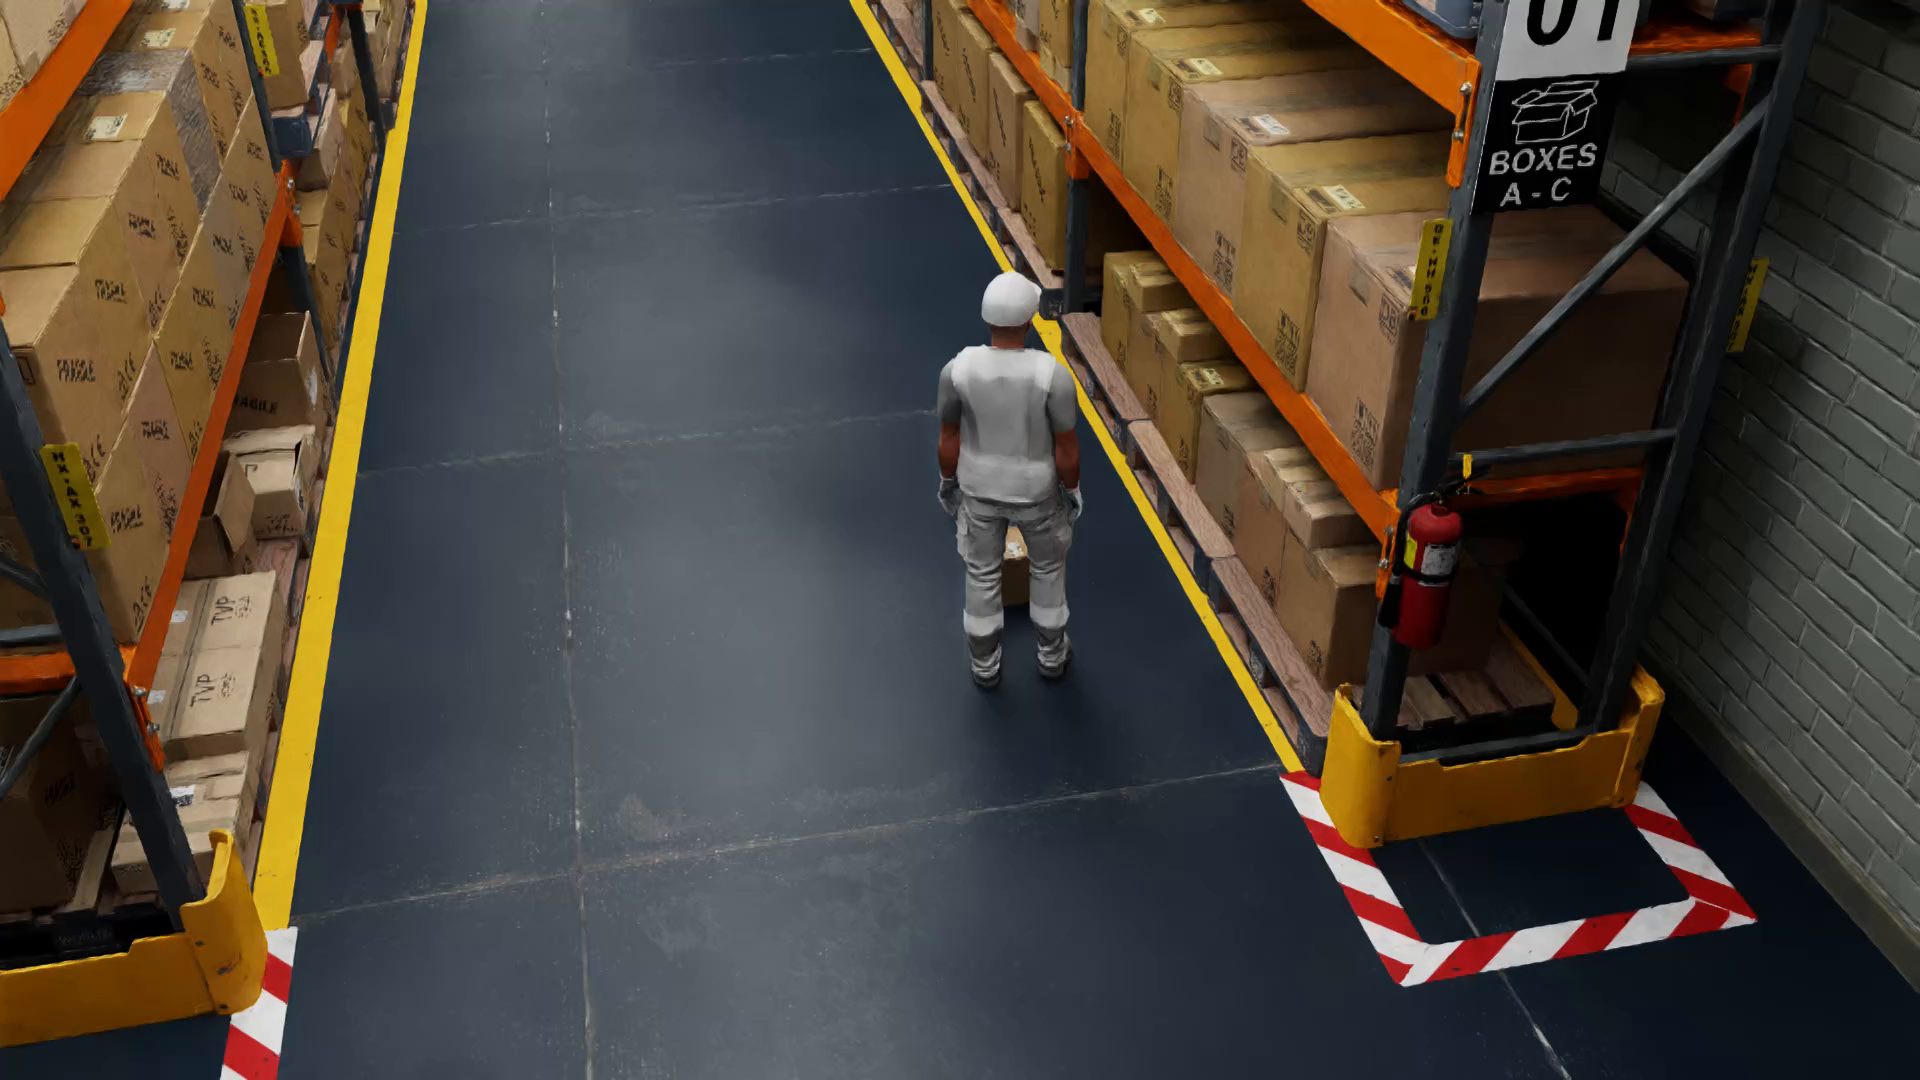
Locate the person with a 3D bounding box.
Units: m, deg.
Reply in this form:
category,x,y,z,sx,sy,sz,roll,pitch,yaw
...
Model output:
category,x,y,z,sx,sy,sz,roll,pitch,yaw
person,0.205,-0.230,6.444,0.563,1.794,0.423,6,34,8
